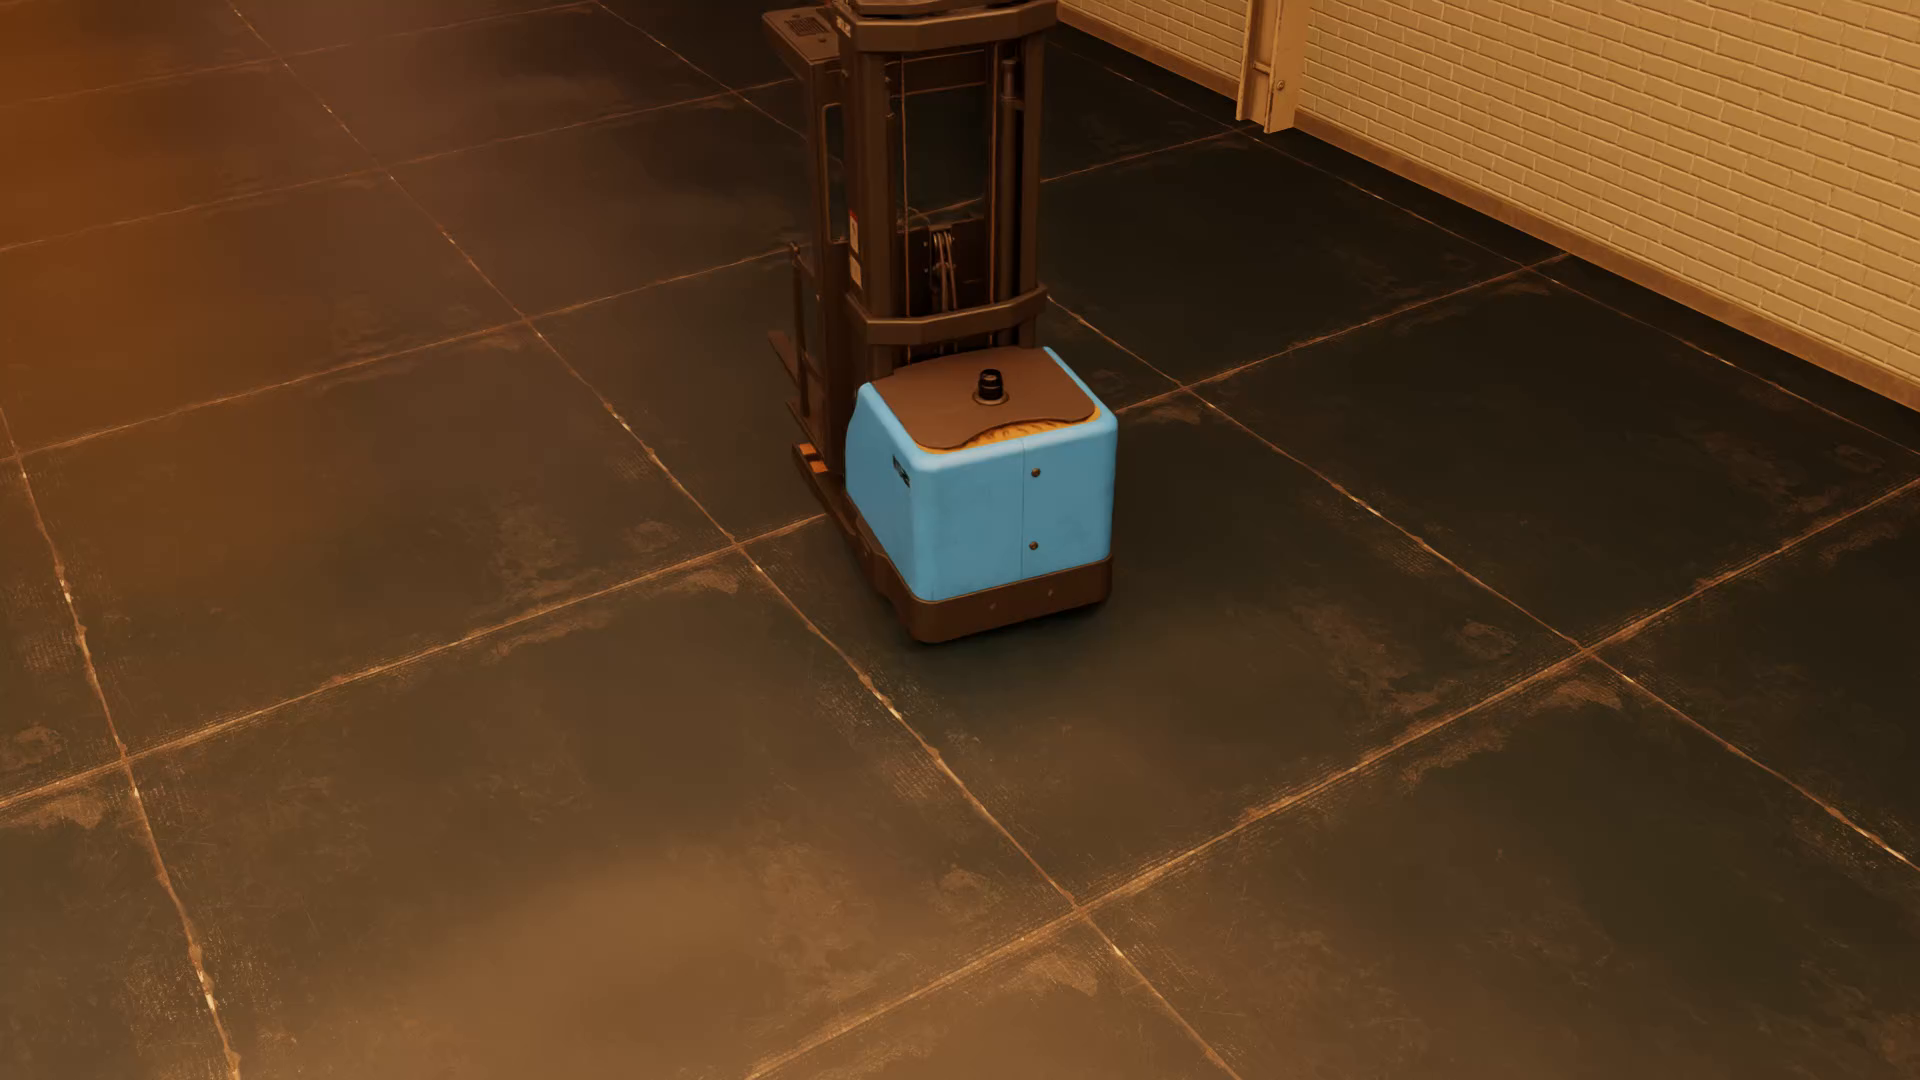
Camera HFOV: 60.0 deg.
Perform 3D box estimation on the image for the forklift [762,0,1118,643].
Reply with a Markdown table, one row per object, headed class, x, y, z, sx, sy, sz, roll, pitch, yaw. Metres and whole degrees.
| class | x | y | z | sx | sy | sz | roll | pitch | yaw |
| --- | --- | --- | --- | --- | --- | --- | --- | --- | --- |
| forklift | -0.284 | -1.552 | 8.356 | 1.130 | 2.935 | 3.031 | -13 | 37 | -18 |
